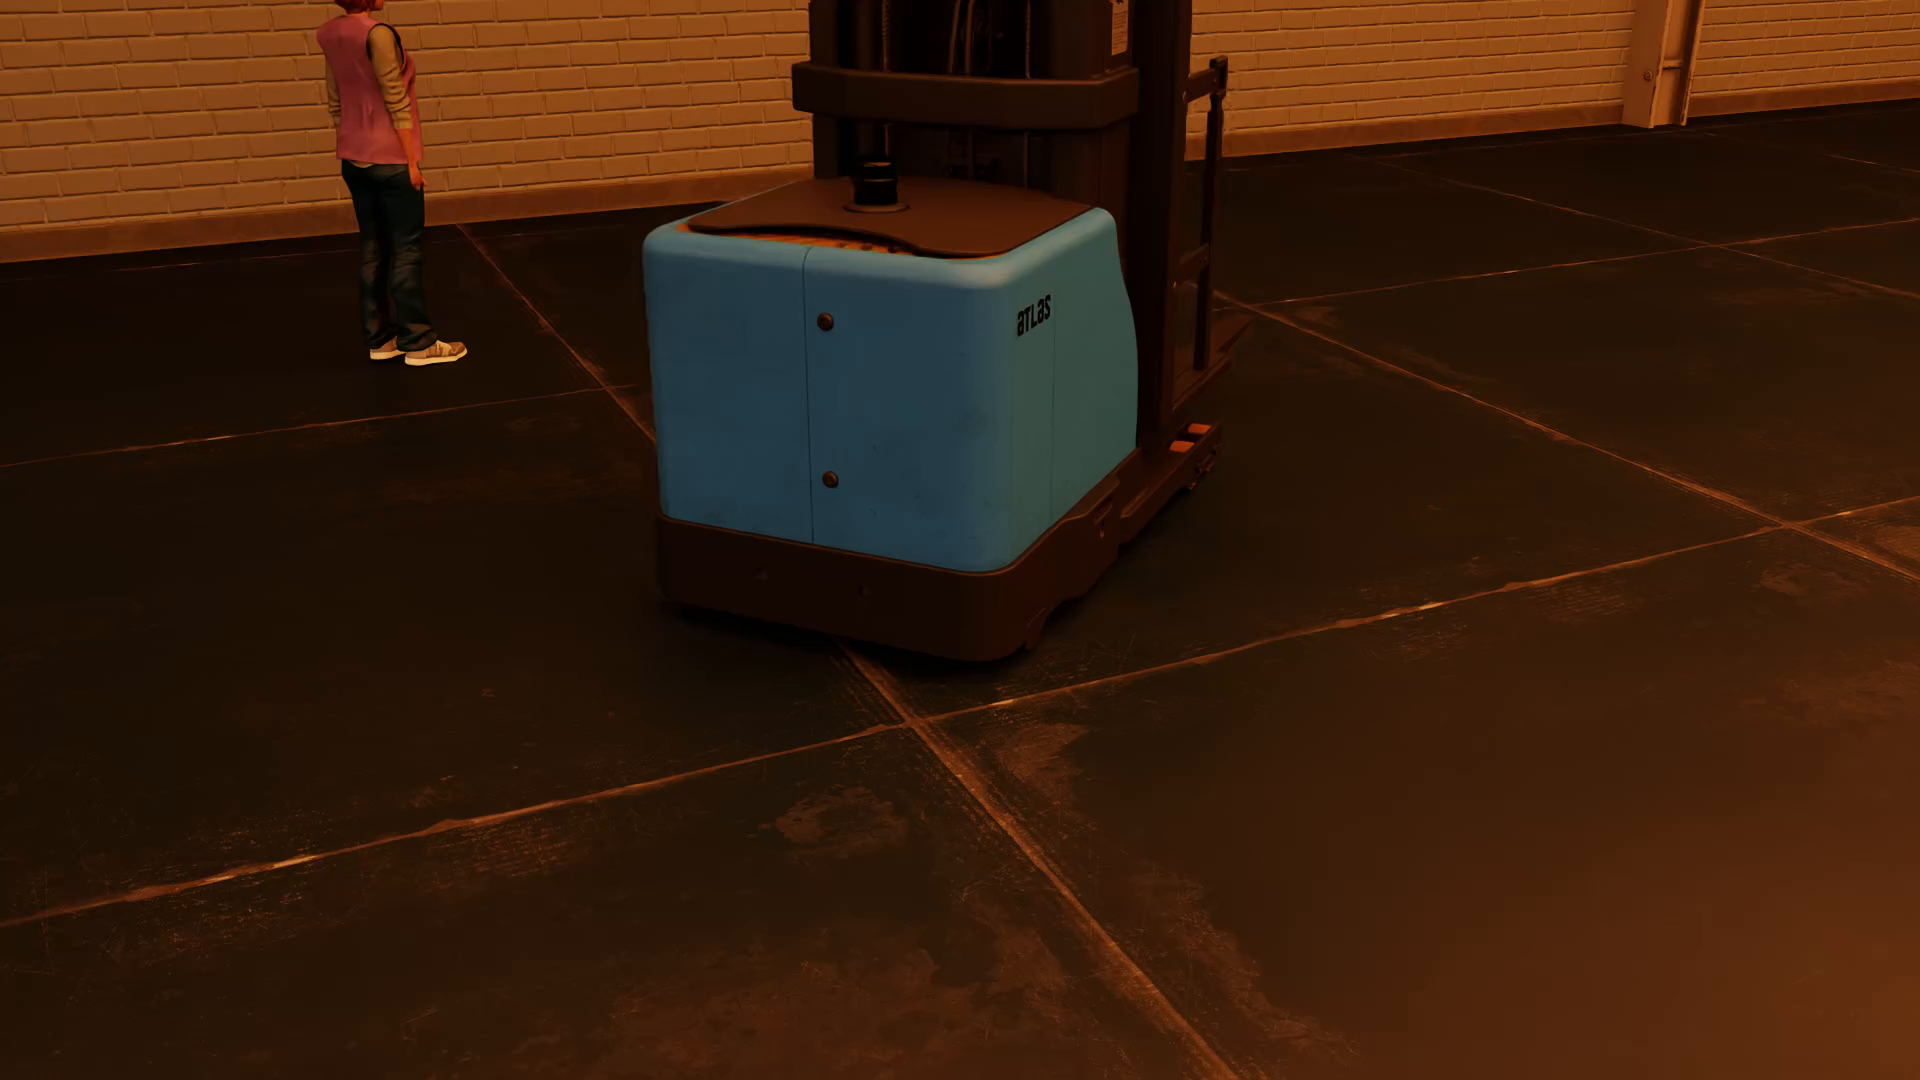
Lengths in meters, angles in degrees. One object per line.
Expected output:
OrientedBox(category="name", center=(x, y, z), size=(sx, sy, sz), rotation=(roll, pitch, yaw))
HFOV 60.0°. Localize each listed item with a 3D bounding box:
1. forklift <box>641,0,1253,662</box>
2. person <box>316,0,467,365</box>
OrientedBox(category="forklift", center=(0.245, -1.578, 5.086), size=(1.130, 2.935, 3.031), rotation=(10, 25, 22))
OrientedBox(category="person", center=(-2.294, -1.494, 6.618), size=(0.405, 1.603, 0.317), rotation=(13, 26, 28))
